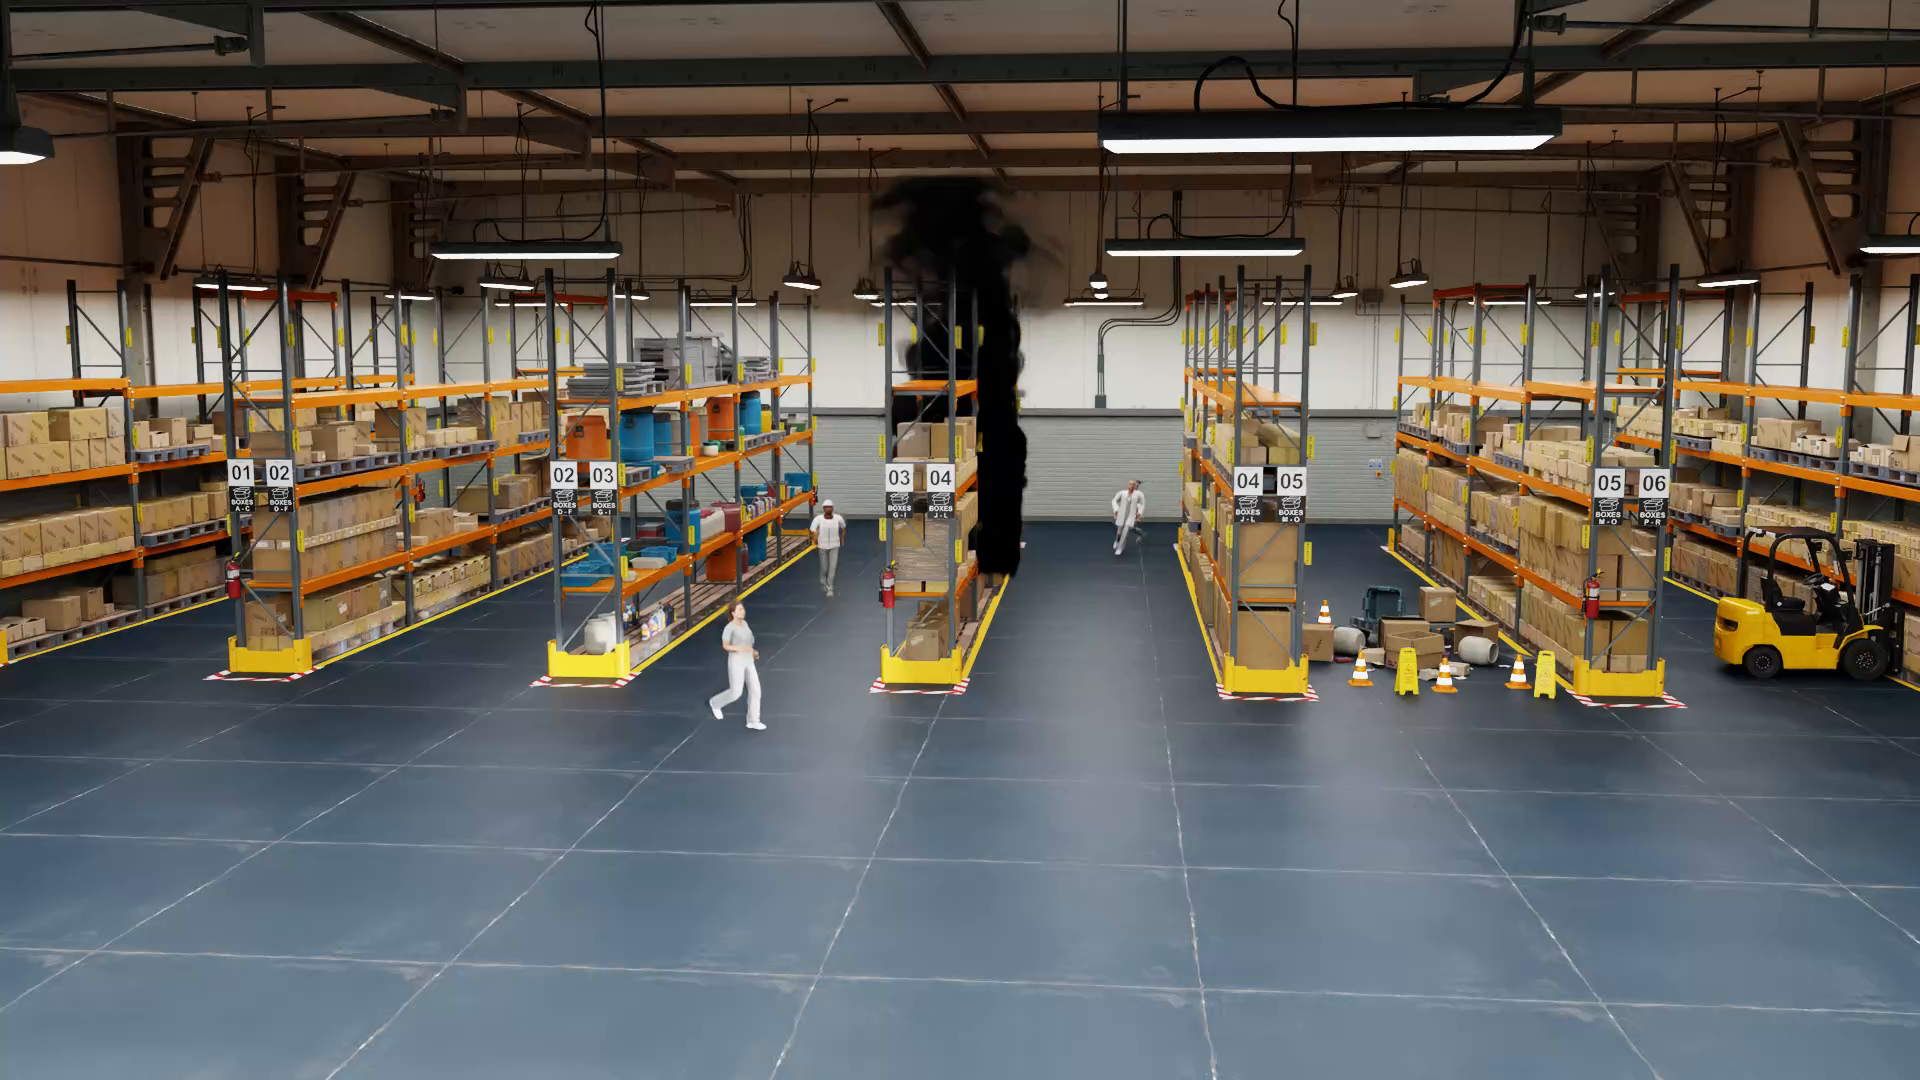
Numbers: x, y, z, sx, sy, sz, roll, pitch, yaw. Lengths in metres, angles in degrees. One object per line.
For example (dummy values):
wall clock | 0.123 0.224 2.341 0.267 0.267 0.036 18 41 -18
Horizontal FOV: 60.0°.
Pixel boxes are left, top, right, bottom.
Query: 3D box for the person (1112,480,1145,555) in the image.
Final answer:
person | 3.902 -0.483 38.542 0.765 1.622 0.792 1 7 6

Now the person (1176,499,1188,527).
person | 5.585 -0.697 40.664 0.594 1.527 0.553 0 7 1

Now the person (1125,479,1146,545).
person | 4.177 -0.651 39.889 0.798 1.666 0.654 -5 9 -35

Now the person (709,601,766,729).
person | -2.845 1.595 21.381 0.867 1.639 0.577 5 8 33

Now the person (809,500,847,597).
person | -2.412 0.139 30.584 0.701 1.763 0.805 -1 7 -10
